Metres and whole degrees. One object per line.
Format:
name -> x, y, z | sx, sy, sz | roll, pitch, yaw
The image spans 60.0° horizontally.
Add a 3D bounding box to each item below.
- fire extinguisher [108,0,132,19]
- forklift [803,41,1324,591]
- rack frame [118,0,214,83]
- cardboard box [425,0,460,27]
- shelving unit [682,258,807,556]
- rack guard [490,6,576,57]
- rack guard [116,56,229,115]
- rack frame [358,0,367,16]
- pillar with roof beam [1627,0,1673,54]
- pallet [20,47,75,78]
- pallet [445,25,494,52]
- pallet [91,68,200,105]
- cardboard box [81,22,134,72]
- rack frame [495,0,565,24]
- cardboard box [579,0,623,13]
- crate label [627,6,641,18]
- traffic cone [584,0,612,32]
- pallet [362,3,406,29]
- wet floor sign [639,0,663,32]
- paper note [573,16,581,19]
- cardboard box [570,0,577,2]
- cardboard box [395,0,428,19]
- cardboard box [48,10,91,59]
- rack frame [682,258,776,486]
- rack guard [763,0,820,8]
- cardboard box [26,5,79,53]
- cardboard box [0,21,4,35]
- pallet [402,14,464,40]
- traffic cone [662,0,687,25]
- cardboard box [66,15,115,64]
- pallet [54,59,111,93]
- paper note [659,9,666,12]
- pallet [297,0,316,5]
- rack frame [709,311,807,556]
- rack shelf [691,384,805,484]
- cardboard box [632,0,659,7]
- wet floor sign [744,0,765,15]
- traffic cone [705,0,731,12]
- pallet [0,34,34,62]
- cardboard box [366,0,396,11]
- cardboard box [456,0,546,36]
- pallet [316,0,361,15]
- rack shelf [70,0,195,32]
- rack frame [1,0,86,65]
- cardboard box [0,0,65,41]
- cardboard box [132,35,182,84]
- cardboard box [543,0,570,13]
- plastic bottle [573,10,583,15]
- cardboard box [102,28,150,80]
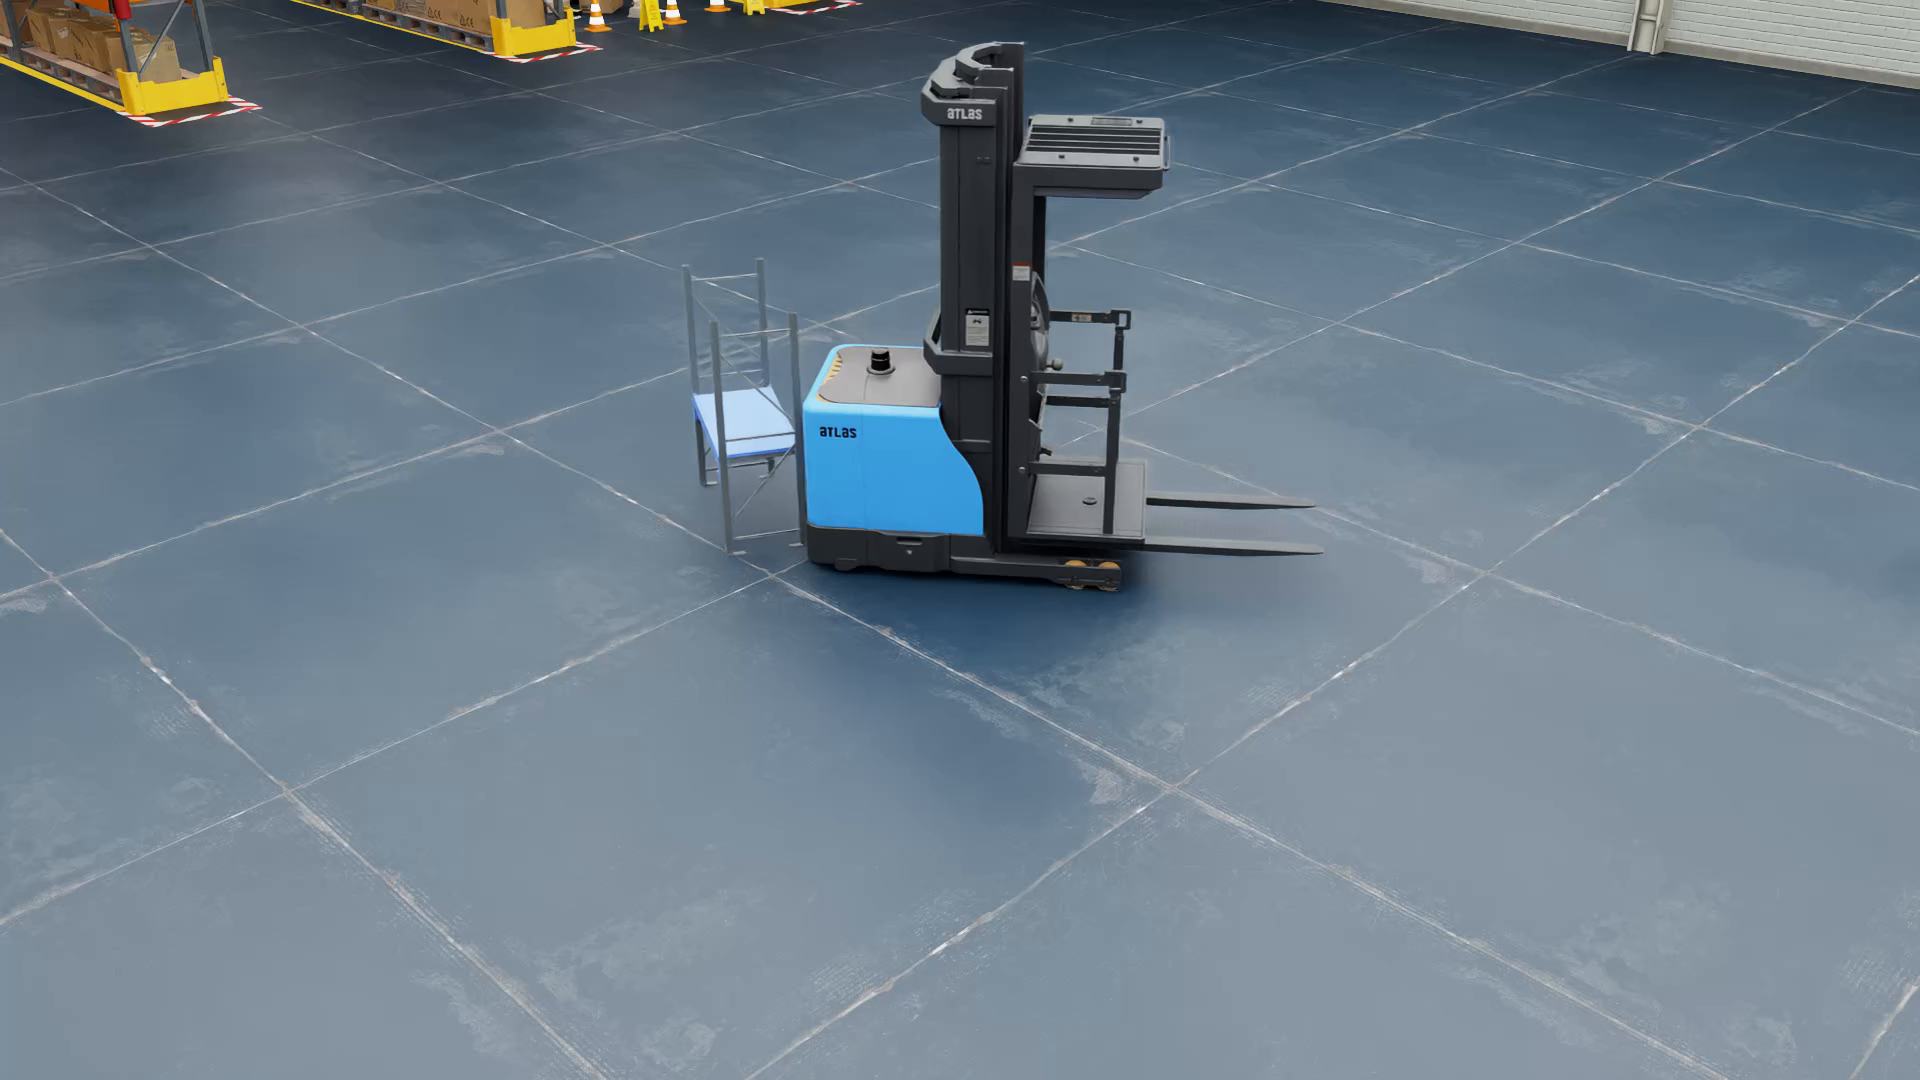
fire extinguisher -> -9.770, -6.403, 19.287 | 0.183, 0.674, 0.296 | 25, 36, 38
forklift -> 0.643, -1.263, 9.502 | 3.031, 2.935, 1.130 | 3, 28, 6
rack frame -> -9.529, -6.627, 19.630 | 0.127, 3.000, 1.000 | 25, 36, 38
cardboard box -> -7.138, -7.971, 24.019 | 0.875, 0.875, 0.875 | 24, 36, 38
shelving unit -> -1.322, -0.832, 10.220 | 0.538, 1.500, 1.048 | -8, 29, -15
rack guard -> -5.962, -7.126, 23.265 | 0.348, 0.500, 1.175 | 25, 36, 38
rack guard -> -9.583, -5.546, 20.259 | 0.348, 0.500, 1.175 | 25, 36, 38
rack frame -> -8.831, -9.545, 25.180 | 0.127, 3.000, 1.000 | 25, 36, 38
pillar with roof beam -> 6.571, -9.402, 18.461 | 0.400, 9.000, 9.100 | 25, 36, 38
pallet -> -11.877, -6.491, 22.367 | 1.213, 0.211, 1.003 | 25, 36, 38
pallet -> -6.604, -7.241, 23.794 | 1.213, 0.211, 1.003 | 25, 36, 38
pallet -> -10.137, -5.695, 20.853 | 1.213, 0.211, 1.003 | 25, 36, 38
cardboard box -> -10.846, -6.310, 21.262 | 0.500, 0.500, 0.500 | -21, 34, -35
rack frame -> -5.979, -8.240, 22.698 | 0.127, 3.000, 1.000 | 25, 36, 38
cardboard box -> -5.608, -8.544, 25.958 | 0.637, 0.503, 0.797 | 2, 28, 4
crate label -> -4.932, -8.118, 25.541 | 0.298, 0.136, 0.250 | 7, 29, 13
traffic cone -> -5.362, -7.762, 24.514 | 0.334, 0.463, 0.336 | 25, 36, 38
pallet -> -8.344, -8.037, 25.308 | 1.213, 0.211, 1.003 | 25, 36, 38
wet floor sign -> -4.570, -7.846, 24.478 | 0.232, 0.644, 0.267 | 18, 33, 30
paper note -> -5.877, -7.987, 25.408 | 0.144, 0.017, 0.142 | -13, 30, -22
cardboard box -> -6.281, -8.906, 26.502 | 0.503, 0.637, 0.797 | 25, 36, 38
cardboard box -> -7.787, -8.270, 24.586 | 0.875, 0.875, 0.875 | 25, 37, 39
cardboard box -> -11.710, -6.684, 21.973 | 0.500, 0.500, 0.500 | -13, 31, -24
rack frame -> -1.469, -1.058, 10.651 | 0.500, 1.500, 0.032 | -8, 29, -15
rack guard -> -2.635, -8.834, 26.514 | 0.348, 0.500, 1.175 | 25, 36, 38
cardboard box -> -12.124, -6.868, 22.323 | 0.500, 0.500, 0.500 | 23, 36, 37
cardboard box -> -13.131, -7.390, 23.294 | 0.500, 0.500, 0.700 | 24, 36, 38
pallet -> -7.470, -7.639, 24.551 | 1.213, 0.211, 1.003 | 25, 36, 38
traffic cone -> -4.328, -8.026, 25.017 | 0.334, 0.463, 0.336 | 25, 36, 38
cardboard box -> -11.212, -6.507, 21.637 | 0.500, 0.500, 0.500 | 21, 34, 34
pallet -> -11.003, -6.093, 21.610 | 1.213, 0.211, 1.003 | 25, 36, 38
paper note -> -4.650, -8.250, 25.906 | 0.142, 0.019, 0.148 | 12, 30, 22
pallet -> -10.309, -8.936, 27.018 | 1.213, 0.211, 1.003 | 25, 36, 38
rack frame -> -1.175, -0.605, 9.789 | 0.500, 1.500, 0.032 | -8, 29, -15
rack shelf -> -1.322, -0.672, 10.304 | 0.538, 0.185, 1.000 | -8, 29, -15
cardboard box -> -4.931, -8.411, 26.087 | 0.380, 0.149, 0.250 | -7, 29, -14
wet floor sign -> -3.195, -8.457, 25.640 | 0.267, 0.644, 0.232 | -13, 30, -22
traffic cone -> -3.792, -8.505, 25.928 | 0.334, 0.463, 0.336 | 25, 36, 38
pallet -> -12.937, -6.952, 23.244 | 1.213, 0.211, 1.003 | 25, 36, 38
cardboard box -> -8.432, -8.562, 25.143 | 0.875, 0.875, 0.875 | -25, 36, -38
cardboard box -> -6.509, -7.685, 23.474 | 0.875, 0.875, 0.875 | 25, 37, 39
pallet -> -9.434, -8.538, 26.261 | 1.213, 0.211, 1.003 | 25, 36, 38
rack shelf -> -10.955, -6.961, 21.039 | 4.000, 0.370, 1.077 | 25, 36, 38
rack frame -> -12.381, -7.932, 22.113 | 0.127, 3.000, 1.000 | 25, 36, 38
cardboard box -> -12.804, -7.228, 22.987 | 0.500, 0.500, 0.700 | 21, 34, 35
cardboard box -> -9.962, -5.916, 20.513 | 0.500, 0.500, 0.500 | -18, 33, -30
cardboard box -> -6.315, -8.386, 25.912 | 0.396, 0.266, 0.258 | -18, 33, -31
plastic bottle -> -5.982, -8.156, 25.695 | 0.283, 0.061, 0.133 | 12, 30, 22
cardboard box -> -10.412, -6.100, 20.862 | 0.500, 0.500, 0.500 | -15, 31, -27
